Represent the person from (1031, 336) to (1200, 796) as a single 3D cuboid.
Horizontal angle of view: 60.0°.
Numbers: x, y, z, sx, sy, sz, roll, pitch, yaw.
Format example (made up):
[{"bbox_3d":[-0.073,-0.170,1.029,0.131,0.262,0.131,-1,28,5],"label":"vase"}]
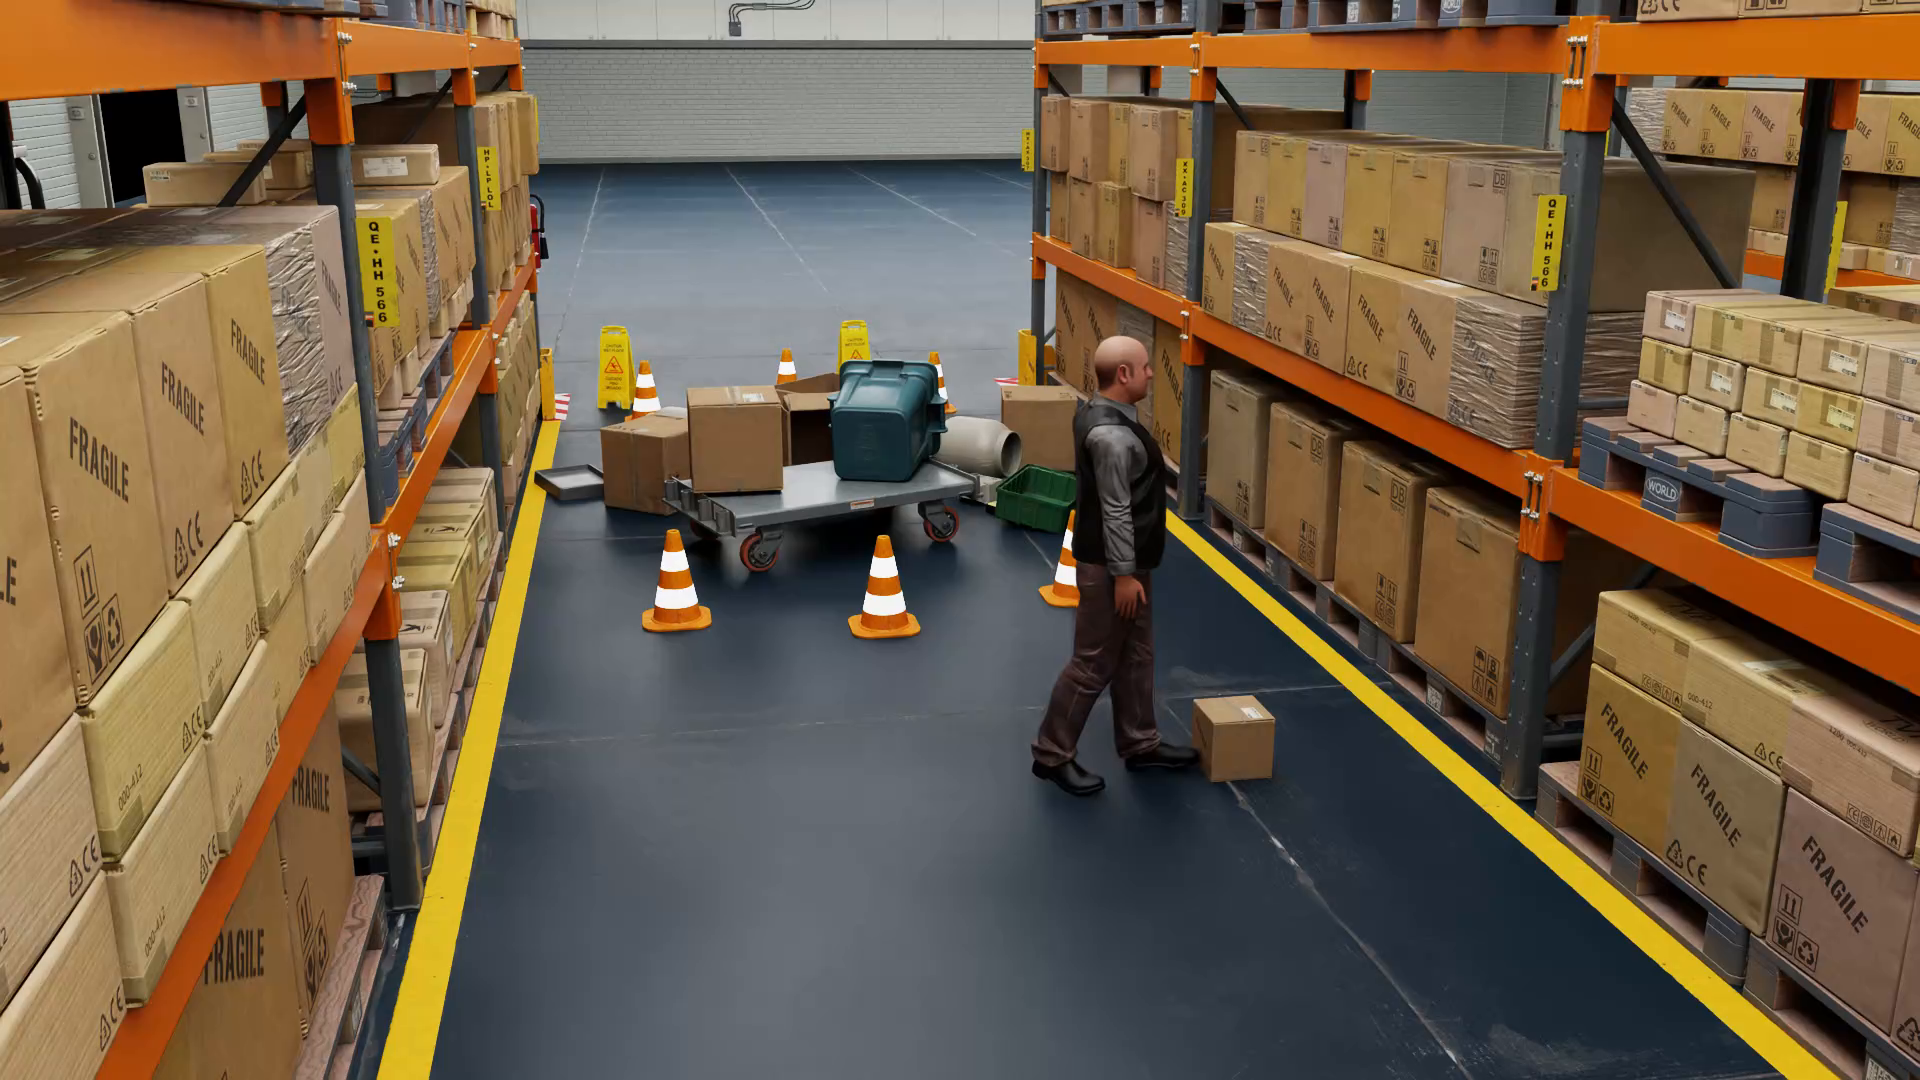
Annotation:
[{"bbox_3d":[0.608,0.094,6.237,0.666,1.724,0.561,1,16,3],"label":"person"}]
